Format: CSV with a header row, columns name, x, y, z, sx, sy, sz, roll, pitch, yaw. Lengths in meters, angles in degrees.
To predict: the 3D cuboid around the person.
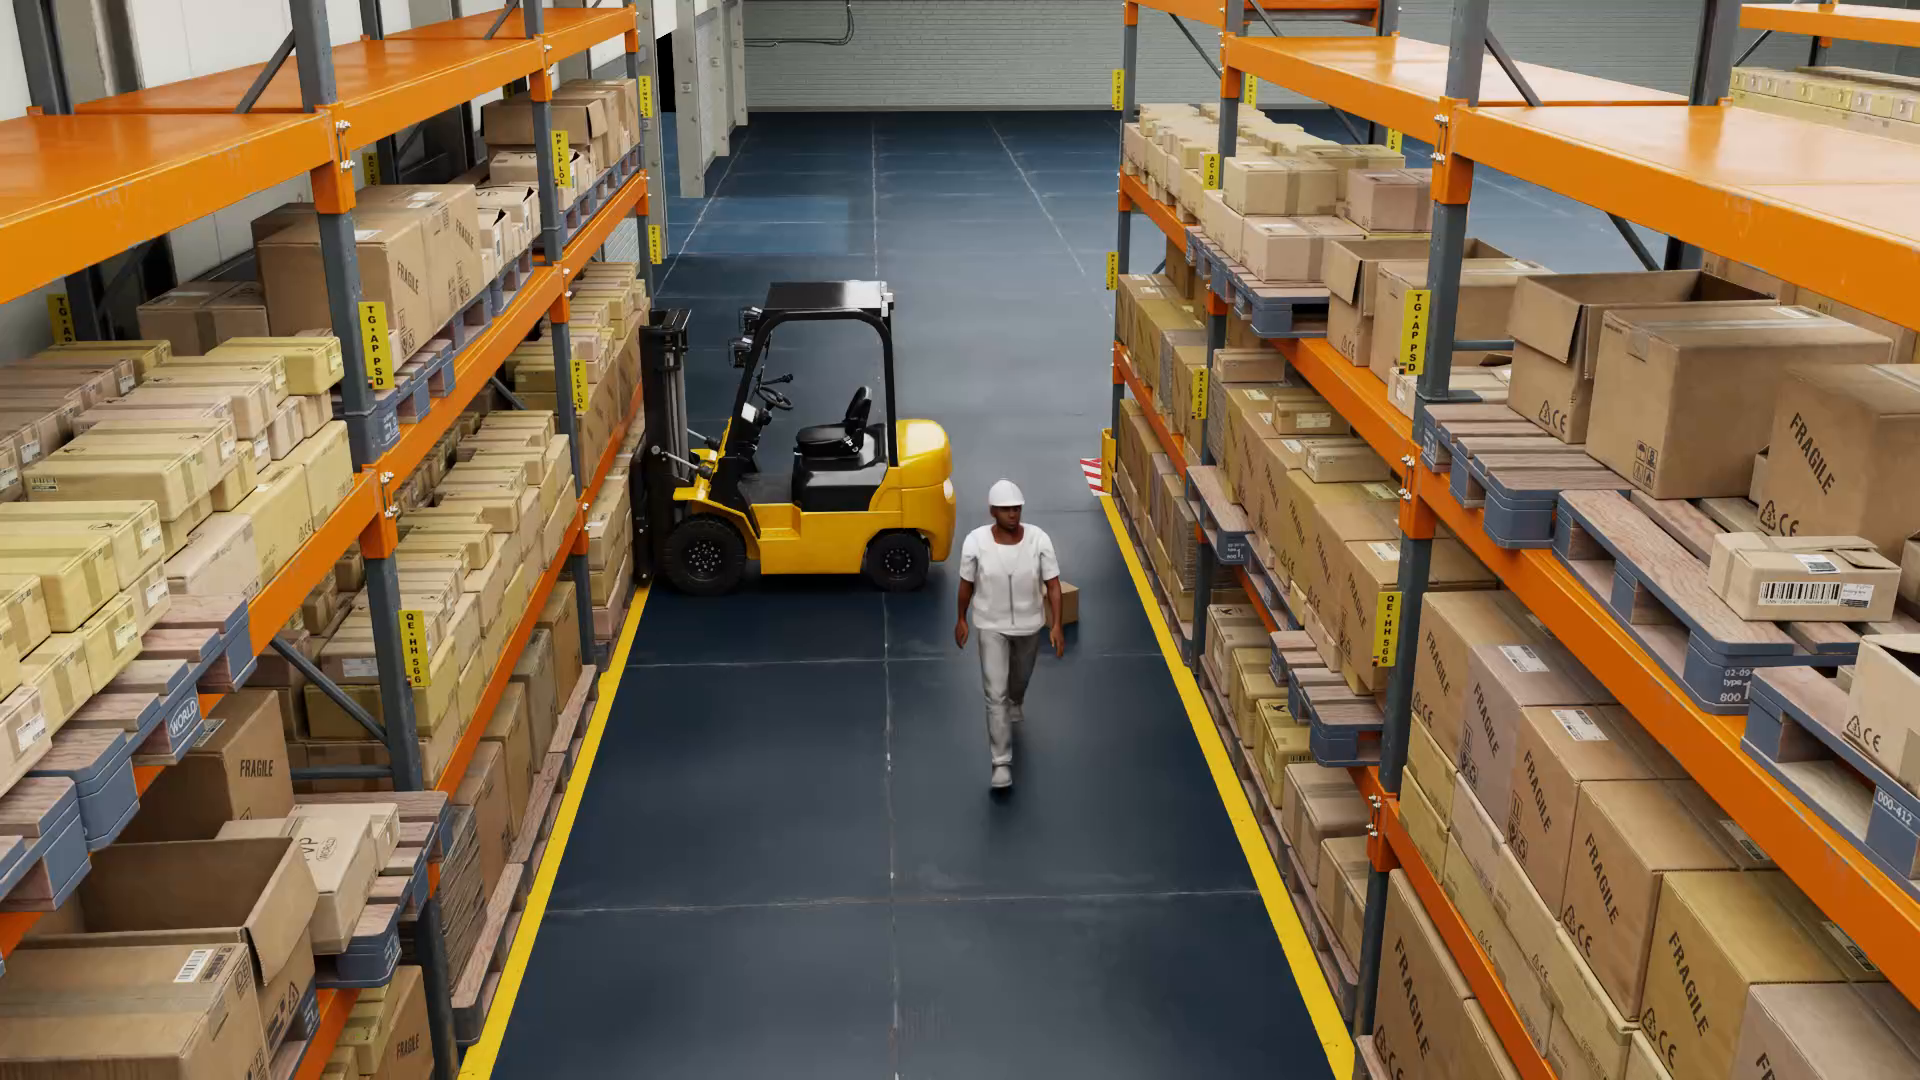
name,x,y,z,sx,sy,sz,roll,pitch,yaw
person,0.296,0.493,9.728,0.604,1.718,1.081,-3,20,-8
